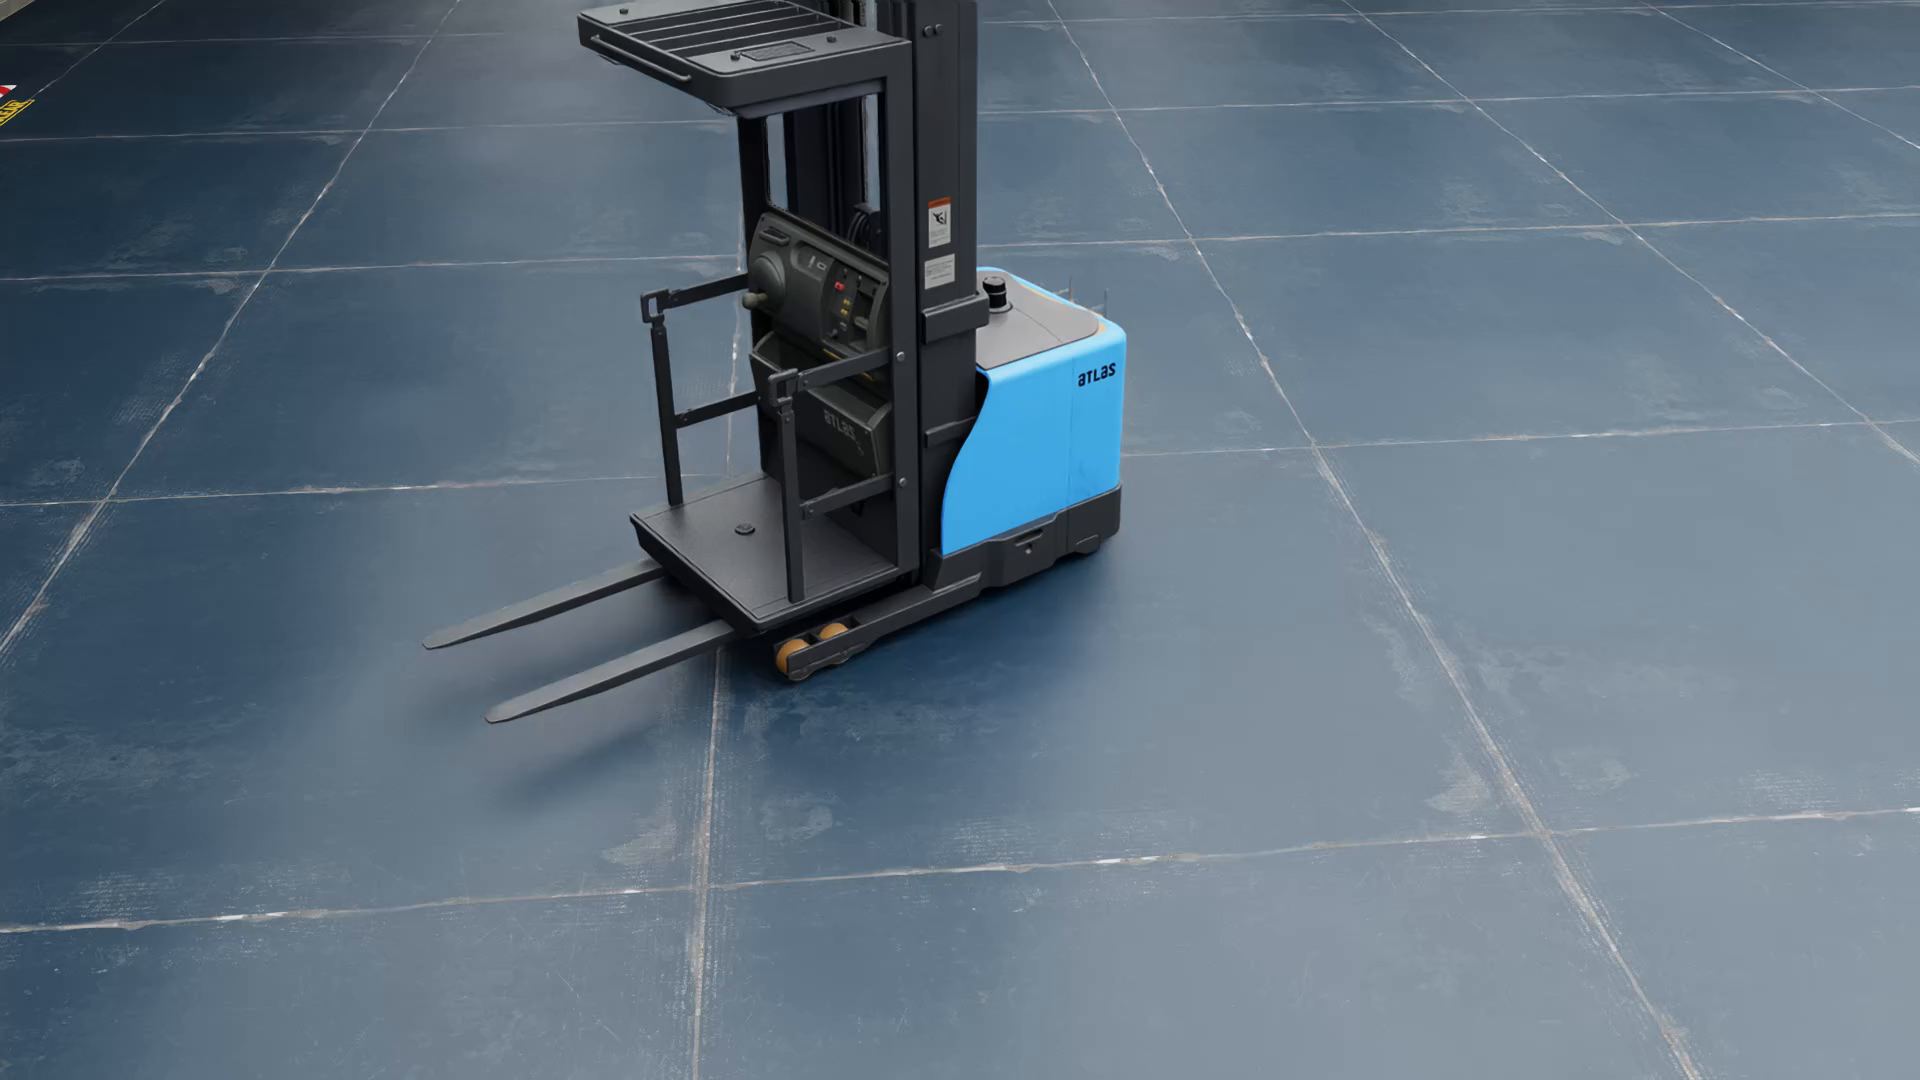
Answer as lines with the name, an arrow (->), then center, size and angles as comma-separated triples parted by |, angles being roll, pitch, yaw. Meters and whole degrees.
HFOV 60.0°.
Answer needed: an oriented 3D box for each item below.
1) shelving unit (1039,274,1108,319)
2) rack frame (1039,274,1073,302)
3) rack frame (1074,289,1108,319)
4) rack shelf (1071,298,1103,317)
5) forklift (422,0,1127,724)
shelving unit -> 0.524, -0.716, 7.925 | 0.215, 1.050, 0.252 | -22, 37, -32
rack frame -> 0.449, -0.765, 8.007 | 0.200, 1.050, 0.008 | -22, 37, -32
rack frame -> 0.599, -0.667, 7.842 | 0.200, 1.050, 0.008 | -22, 37, -32
rack shelf -> 0.524, -0.950, 7.784 | 0.215, 0.259, 0.240 | -22, 37, -32
forklift -> -0.742, -0.992, 6.552 | 3.031, 2.935, 1.130 | -21, 37, -31
